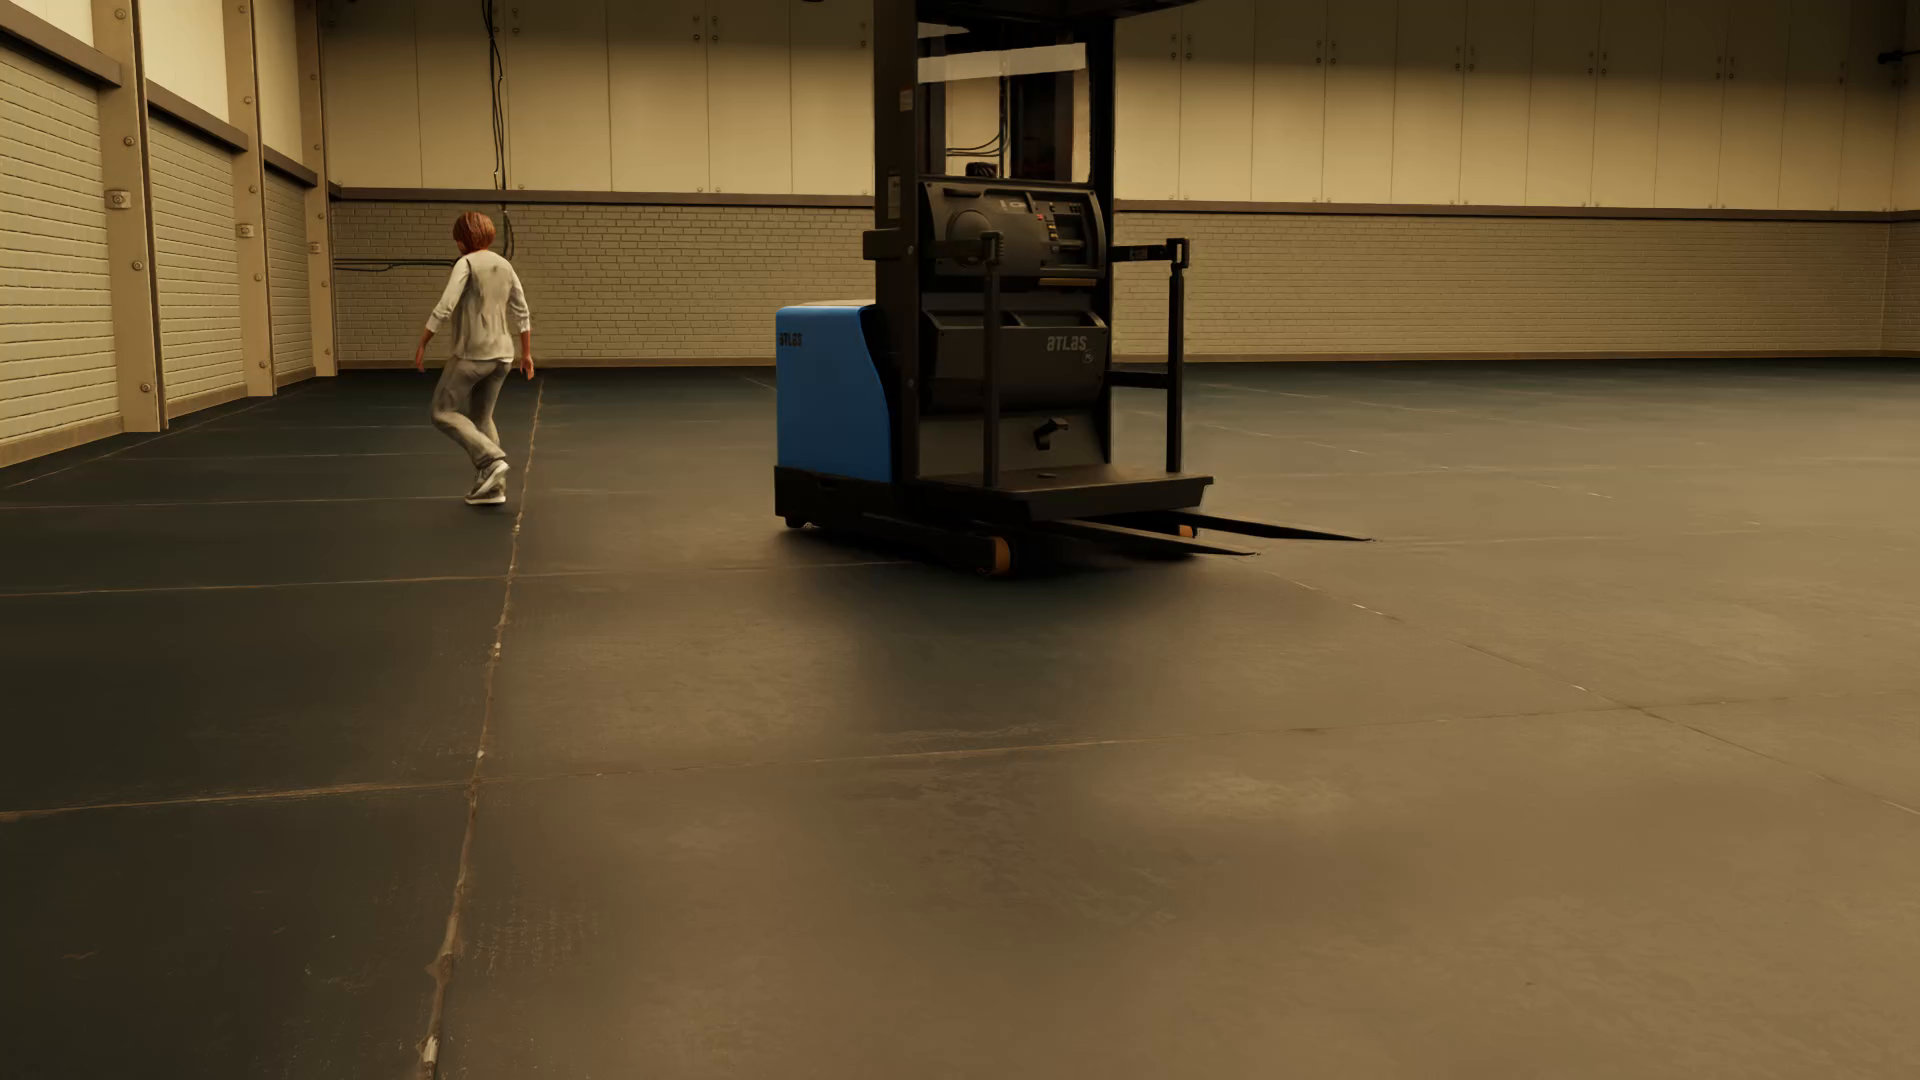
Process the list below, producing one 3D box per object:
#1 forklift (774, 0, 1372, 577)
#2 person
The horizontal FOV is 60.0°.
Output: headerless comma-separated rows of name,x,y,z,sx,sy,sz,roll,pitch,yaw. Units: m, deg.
forklift,0.370,-1.380,6.994,1.130,2.935,3.031,-6,10,-35
person,-2.566,-0.966,8.932,0.443,1.579,0.600,4,9,25
